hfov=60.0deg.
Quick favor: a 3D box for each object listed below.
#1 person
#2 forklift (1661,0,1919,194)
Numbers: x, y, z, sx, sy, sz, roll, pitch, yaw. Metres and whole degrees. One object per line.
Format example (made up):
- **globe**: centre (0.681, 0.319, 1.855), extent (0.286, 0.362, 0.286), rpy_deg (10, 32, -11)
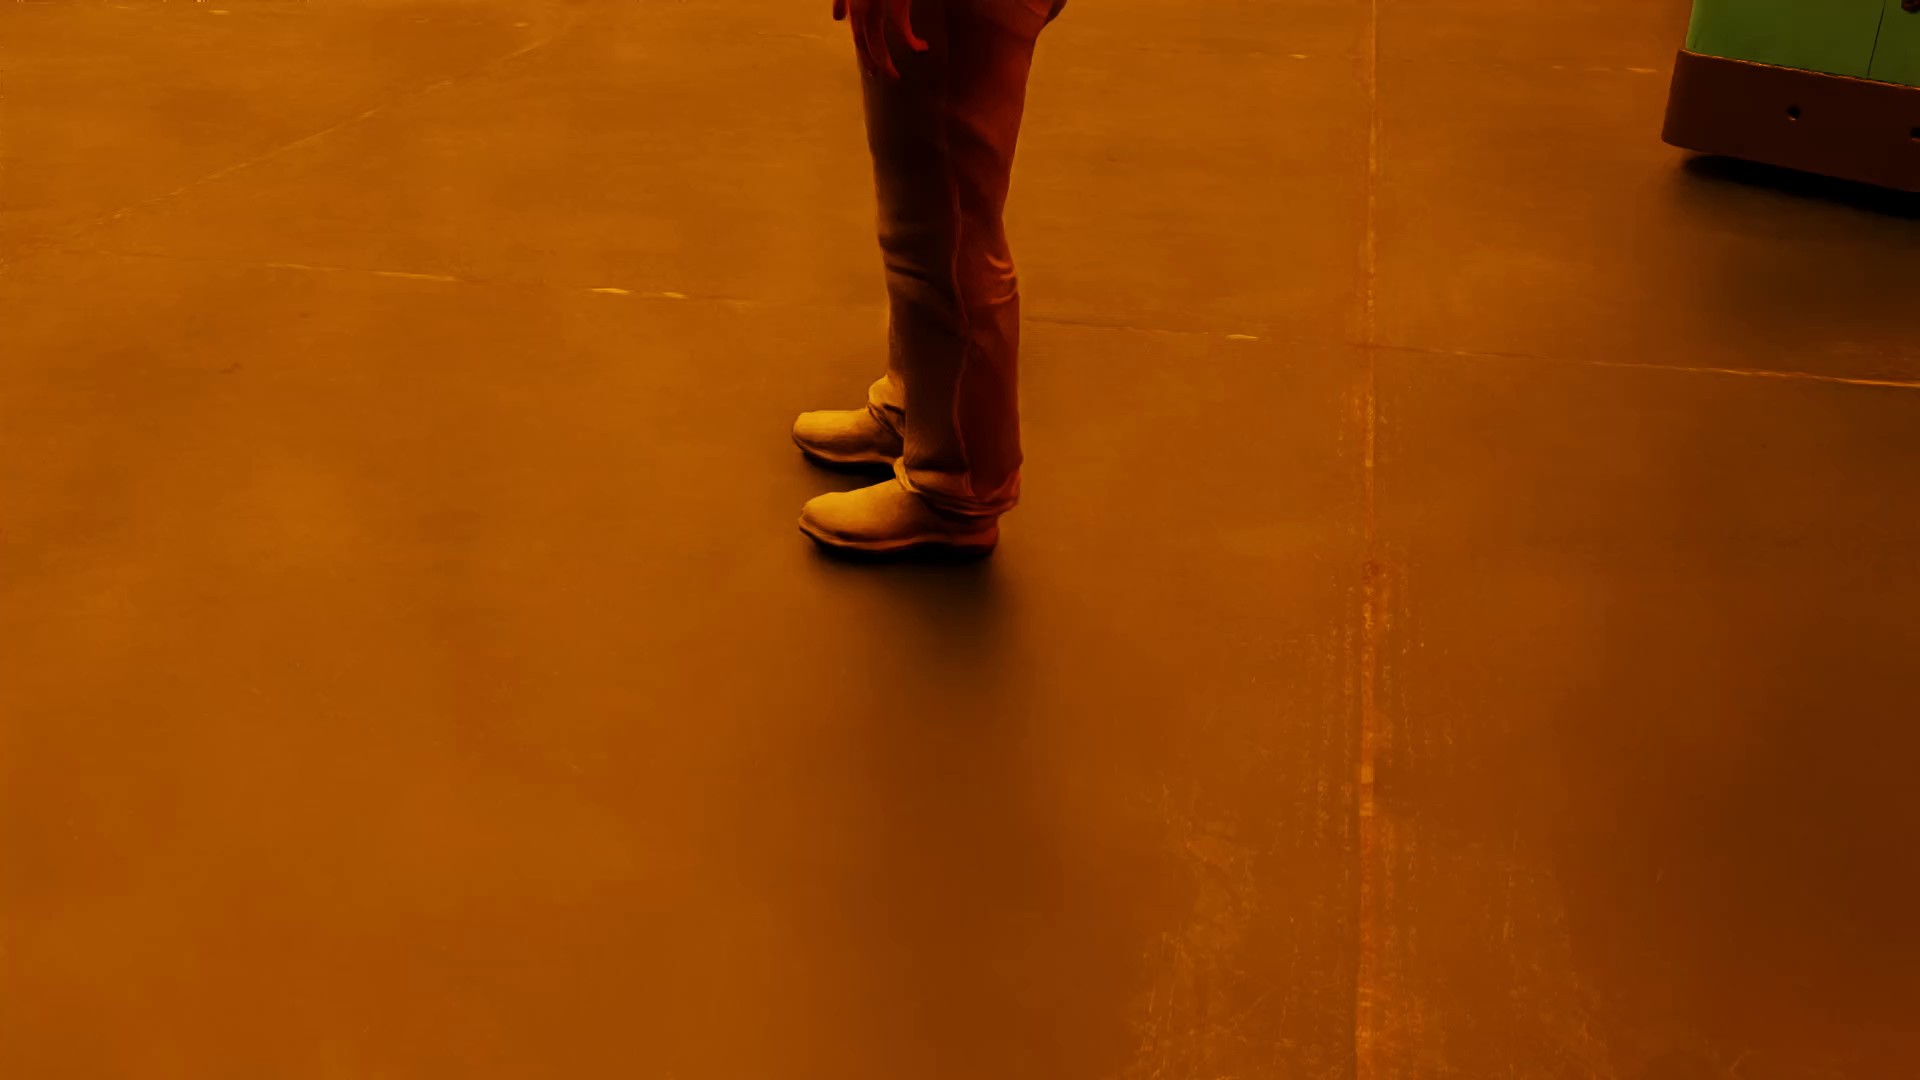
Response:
- **person**: centre (-0.059, -0.806, 2.118), extent (0.567, 1.768, 0.632), rpy_deg (6, 27, 11)
- **forklift**: centre (3.346, -2.570, 4.341), extent (3.031, 2.935, 1.130), rpy_deg (-20, 33, -35)
